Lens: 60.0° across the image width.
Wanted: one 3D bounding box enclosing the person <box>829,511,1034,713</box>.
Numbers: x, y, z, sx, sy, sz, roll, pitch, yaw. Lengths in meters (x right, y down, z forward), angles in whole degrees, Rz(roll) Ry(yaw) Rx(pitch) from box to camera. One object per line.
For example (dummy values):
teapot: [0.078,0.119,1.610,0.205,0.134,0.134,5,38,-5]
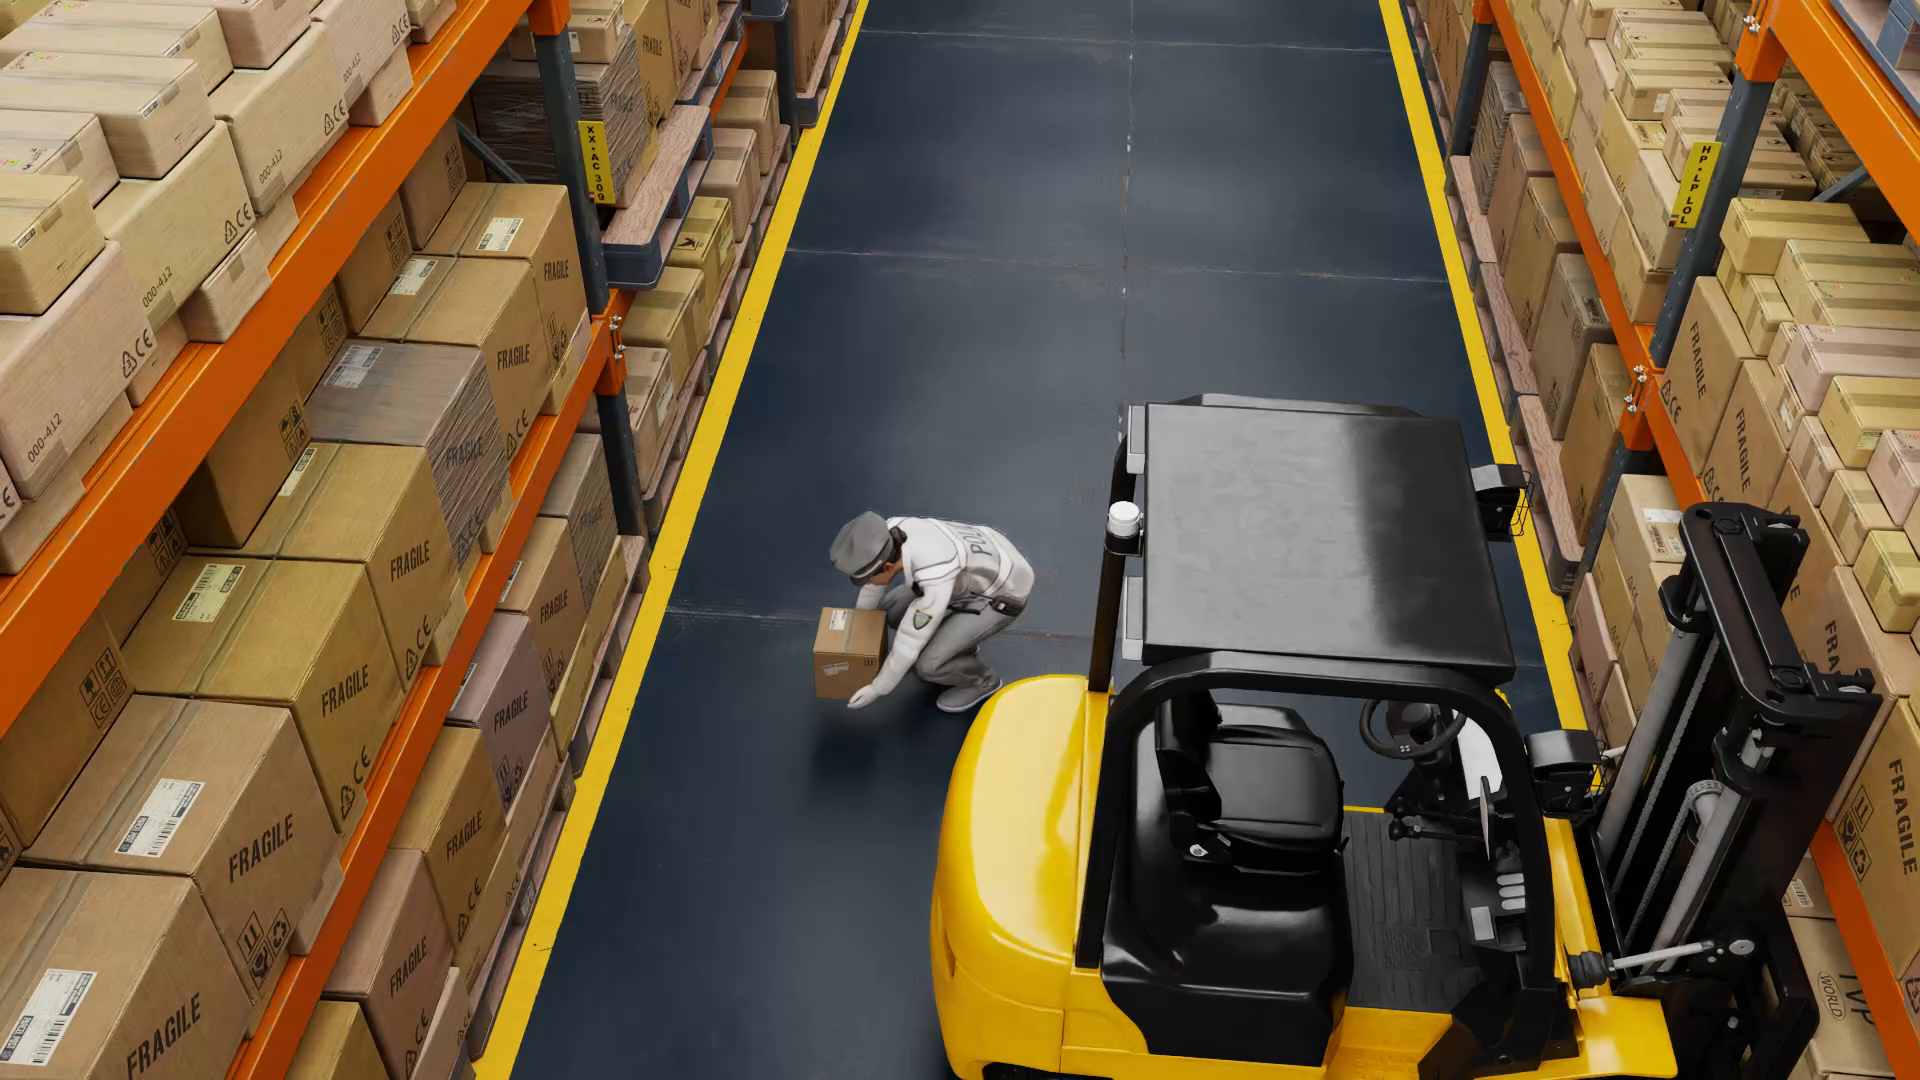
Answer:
person: [-0.107,0.237,6.402,0.818,0.993,0.494,-16,43,-18]
